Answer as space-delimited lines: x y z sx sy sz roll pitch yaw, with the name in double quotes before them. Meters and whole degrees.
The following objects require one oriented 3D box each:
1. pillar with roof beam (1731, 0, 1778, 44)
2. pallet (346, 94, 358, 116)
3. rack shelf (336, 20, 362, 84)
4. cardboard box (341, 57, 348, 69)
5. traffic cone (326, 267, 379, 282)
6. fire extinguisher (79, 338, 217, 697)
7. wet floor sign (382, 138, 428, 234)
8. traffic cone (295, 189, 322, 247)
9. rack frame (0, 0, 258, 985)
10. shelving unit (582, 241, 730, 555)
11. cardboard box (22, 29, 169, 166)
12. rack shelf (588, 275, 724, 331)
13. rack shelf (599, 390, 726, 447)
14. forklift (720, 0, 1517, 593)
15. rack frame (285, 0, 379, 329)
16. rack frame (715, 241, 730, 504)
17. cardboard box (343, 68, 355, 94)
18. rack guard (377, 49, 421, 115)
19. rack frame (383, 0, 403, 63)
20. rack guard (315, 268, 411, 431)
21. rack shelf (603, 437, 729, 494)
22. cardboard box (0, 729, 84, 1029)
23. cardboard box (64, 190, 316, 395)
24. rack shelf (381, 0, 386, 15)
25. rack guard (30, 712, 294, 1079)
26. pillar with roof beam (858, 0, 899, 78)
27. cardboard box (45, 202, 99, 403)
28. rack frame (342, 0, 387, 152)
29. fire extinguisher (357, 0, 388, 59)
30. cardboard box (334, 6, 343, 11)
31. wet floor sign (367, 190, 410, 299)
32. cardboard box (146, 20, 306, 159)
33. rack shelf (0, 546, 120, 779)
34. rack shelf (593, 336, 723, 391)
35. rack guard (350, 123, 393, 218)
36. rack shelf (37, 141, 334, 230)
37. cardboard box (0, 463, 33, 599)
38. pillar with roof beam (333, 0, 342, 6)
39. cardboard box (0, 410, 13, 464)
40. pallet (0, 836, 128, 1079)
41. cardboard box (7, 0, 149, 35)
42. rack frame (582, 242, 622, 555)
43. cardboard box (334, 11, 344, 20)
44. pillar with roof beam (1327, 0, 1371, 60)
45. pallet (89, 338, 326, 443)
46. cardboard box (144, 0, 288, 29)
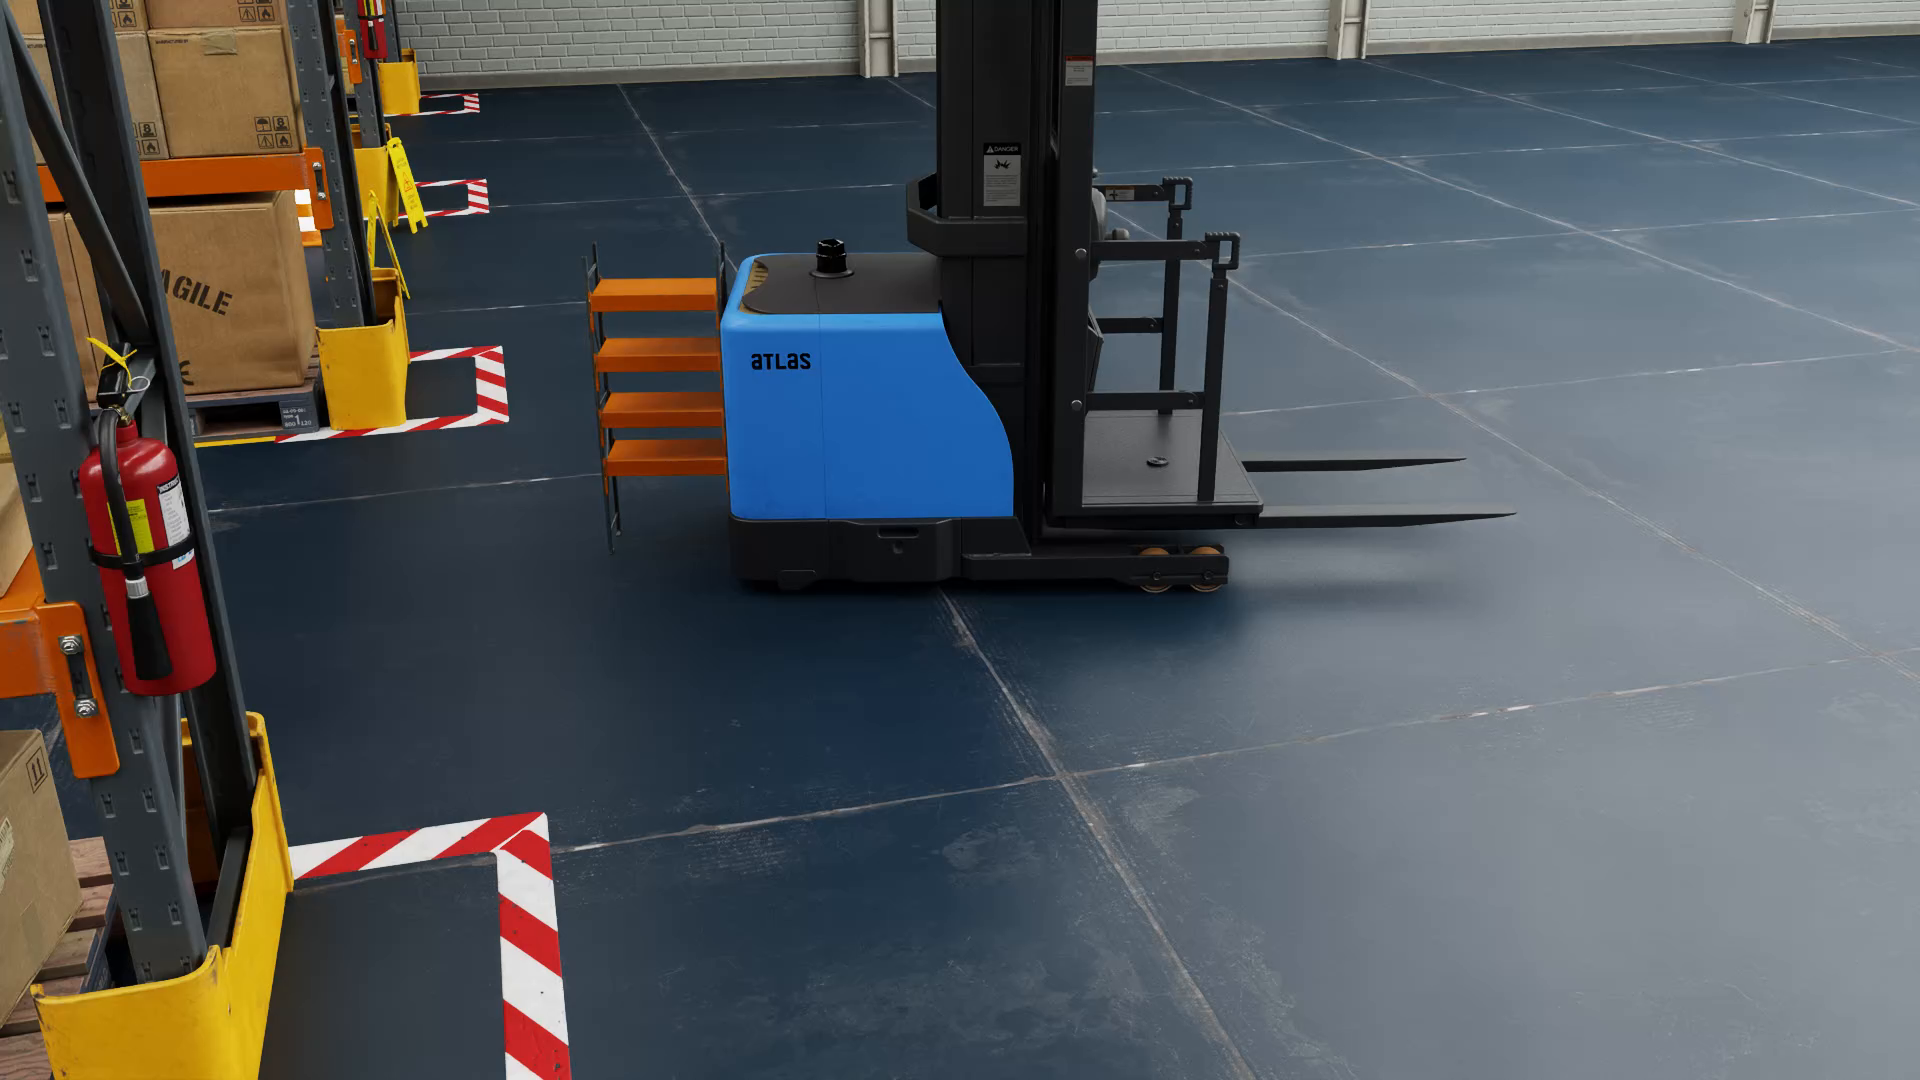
"pillar with roof beam" 11.774 -9.191 16.759 0.400 9.000 9.100 -6 24 -14
"pallet" -6.531 -4.505 16.981 1.213 0.211 1.003 -6 24 -14
"rack shelf" -6.388 -3.456 11.912 4.000 0.370 1.077 -6 24 -14
"cardboard box" -6.191 -4.872 16.621 0.500 0.250 0.500 -7 24 -15
"traffic cone" -3.900 -1.913 10.621 0.334 0.463 0.336 -6 24 -14
"fire extinguisher" -1.550 -0.039 3.134 0.183 0.674 0.296 -6 24 -14
"wet floor sign" -3.990 -2.531 11.831 0.232 0.644 0.267 2 23 4
"traffic cone" -4.527 -2.298 11.519 0.334 0.463 0.336 -6 24 -14
"rack frame" -1.785 -0.237 3.498 0.127 3.000 1.000 -6 24 -14
"shelving unit" -1.150 -0.543 6.494 0.503 1.200 0.258 -1 23 -2
"cardboard box" -3.896 -2.076 7.594 0.550 0.550 0.875 -6 24 -14
"rack shelf" -1.150 -0.904 6.339 0.480 0.148 0.258 -1 23 -2
"rack shelf" -1.150 -0.481 6.520 0.480 0.148 0.258 -1 23 -2
"forklift" 0.630 -1.356 6.194 3.031 2.935 1.130 -1 23 -2
"rack frame" -3.027 -2.131 7.912 0.127 3.000 1.000 -6 24 -14
"rack frame" -0.906 -0.547 6.502 0.015 1.200 0.240 -1 23 -2
"cardboard box" -6.173 -4.643 16.721 0.500 0.250 0.500 -6 24 -14
"rack guard" -5.783 -4.737 17.157 0.348 0.500 1.175 -6 24 -14
"rack frame" -5.806 -5.884 16.658 0.127 3.000 1.000 -6 24 -14
"rack guard" -3.004 -0.985 8.411 0.348 0.500 1.175 -6 24 -14
"rack shelf" -1.150 -0.299 6.599 0.480 0.148 0.258 -1 23 -2
"cardboard box" -2.391 0.779 3.768 0.500 0.500 0.500 -2 23 -5
"cardboard box" -3.663 -1.250 8.021 0.875 0.875 0.875 -6 24 -14
"rack shelf" -7.732 -5.340 16.303 4.000 0.370 1.077 -6 24 -14
"rack guard" -1.858 0.920 3.972 0.348 0.500 1.175 -6 24 -14
"pillar with roof beam" 0.220 -7.913 13.780 0.400 9.000 9.100 -6 24 -14
"cardboard box" -4.509 -1.156 7.801 0.875 0.875 0.875 -7 24 -15
"rack frame" -4.462 -3.999 12.267 0.127 3.000 1.000 -6 24 -14
"fire extinguisher" -4.227 -3.801 11.903 0.183 0.674 0.296 -6 24 -14
"cardboard box" -6.320 -5.293 16.968 0.500 0.250 0.500 -7 24 -15
"wet floor sign" -3.534 -1.804 10.135 0.232 0.644 0.267 -11 25 -23
"cardboard box" -3.373 -2.143 7.750 0.550 0.550 0.875 -6 24 -14
"rack shelf" -3.711 0.307 3.144 4.000 0.370 1.077 -6 24 -14
"rack shelf" -1.150 -0.687 6.432 0.480 0.148 0.258 -1 23 -2
"rack guard" -4.535 -2.843 12.741 0.348 0.500 1.175 -6 24 -14
"rack shelf" -4.953 -1.587 7.557 4.000 0.370 1.077 -6 24 -14
"cardboard box" -2.004 -0.013 3.294 0.250 0.149 0.380 -6 24 -14
"pillar with roof beam" -5.557 -7.274 12.290 0.400 9.000 9.100 -6 24 -14
"cardboard box" -2.124 -0.182 3.688 0.250 0.149 0.380 -6 24 -14
"pallet" -2.650 1.126 3.859 1.213 0.211 1.003 -6 24 -14
"cardboard box" -3.900 -2.578 7.394 0.550 0.550 0.875 -6 24 -14
"rack frame" -1.394 -0.539 6.485 0.015 1.200 0.240 -1 23 -2
"cardboard box" -6.165 -5.105 16.530 0.500 0.250 0.500 -5 24 -13
"pillar with roof beam" 5.997 -8.552 15.269 0.400 9.000 9.100 -6 24 -14
"pallet" -3.776 -0.735 8.194 1.213 0.211 1.003 -6 24 -14
"cardboard box" -3.395 -2.671 7.612 0.550 0.550 0.875 -6 24 -14
